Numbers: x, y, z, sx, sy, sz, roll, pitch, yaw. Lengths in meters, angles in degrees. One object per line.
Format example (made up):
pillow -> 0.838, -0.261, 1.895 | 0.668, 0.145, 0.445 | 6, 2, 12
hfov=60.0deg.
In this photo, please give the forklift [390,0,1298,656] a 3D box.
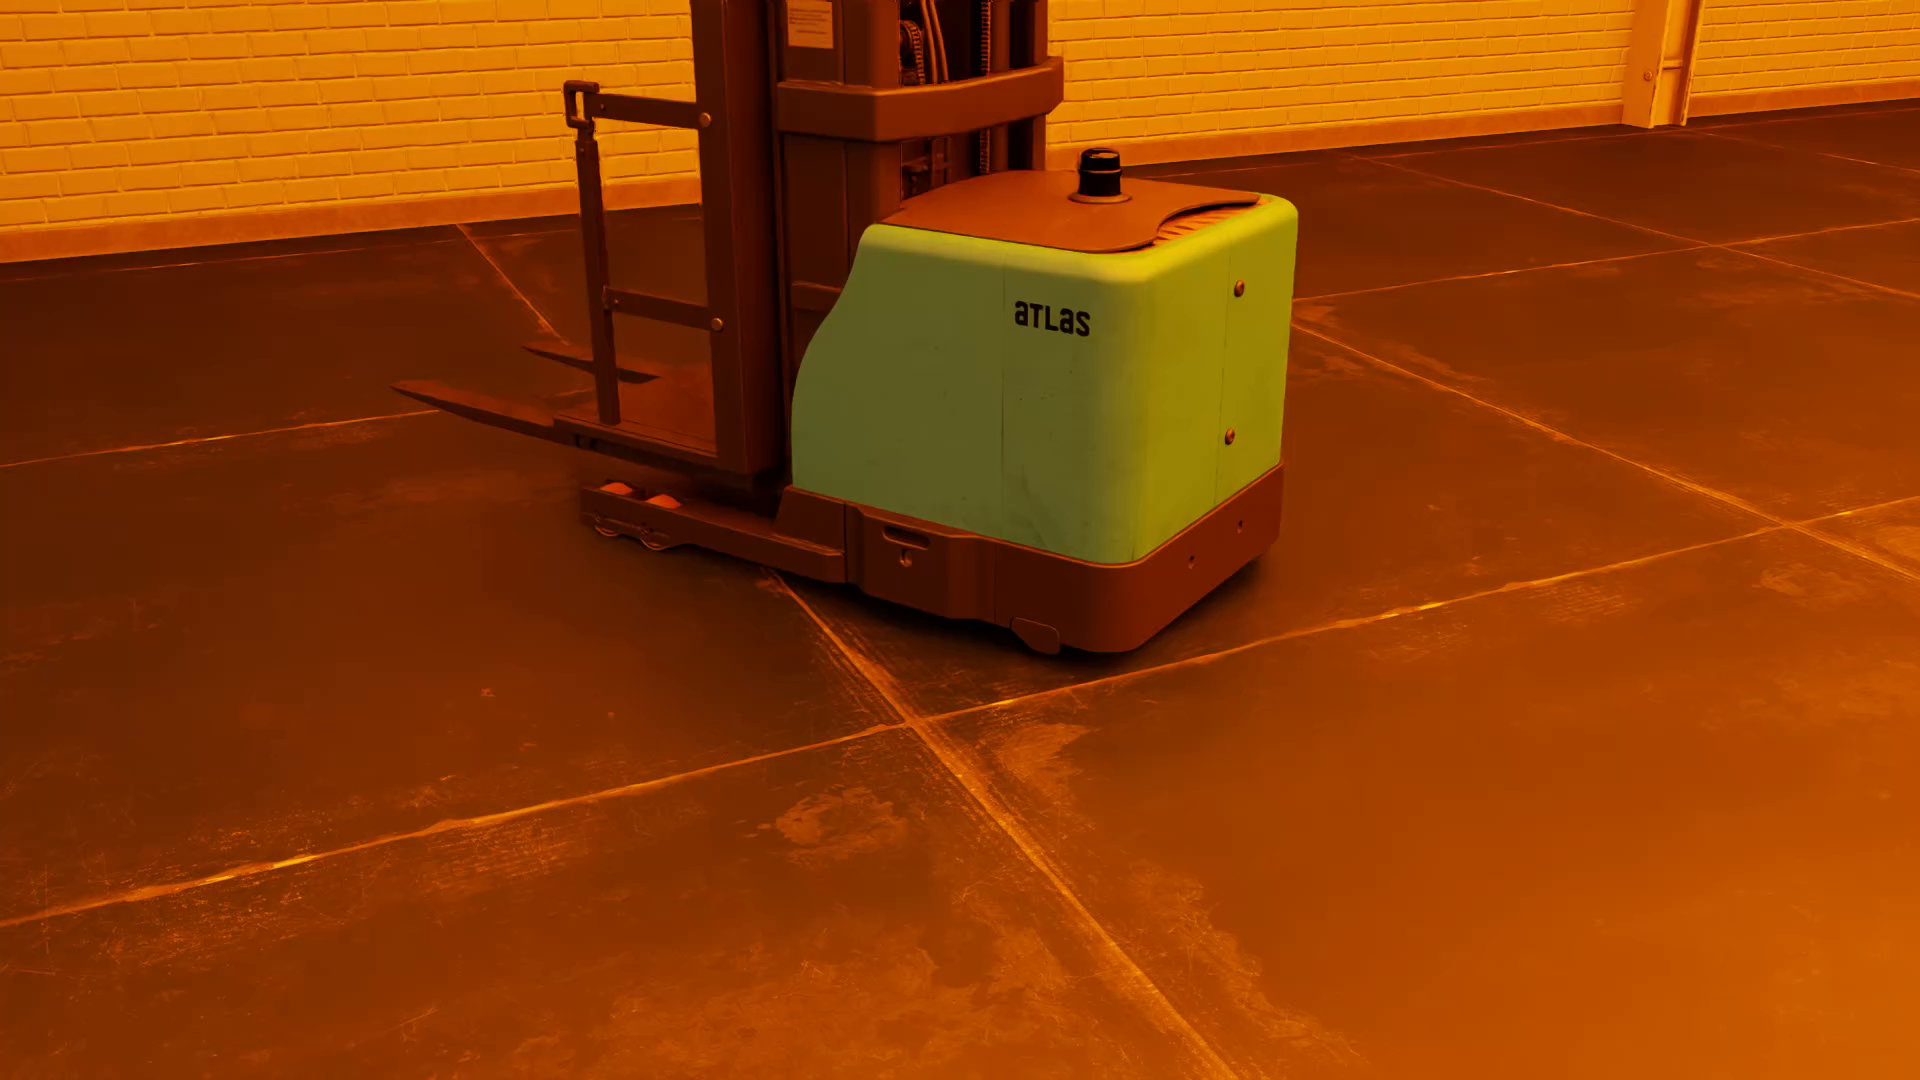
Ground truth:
forklift -> -0.559, -1.473, 4.833 | 3.031, 2.935, 1.130 | 14, 27, 31
